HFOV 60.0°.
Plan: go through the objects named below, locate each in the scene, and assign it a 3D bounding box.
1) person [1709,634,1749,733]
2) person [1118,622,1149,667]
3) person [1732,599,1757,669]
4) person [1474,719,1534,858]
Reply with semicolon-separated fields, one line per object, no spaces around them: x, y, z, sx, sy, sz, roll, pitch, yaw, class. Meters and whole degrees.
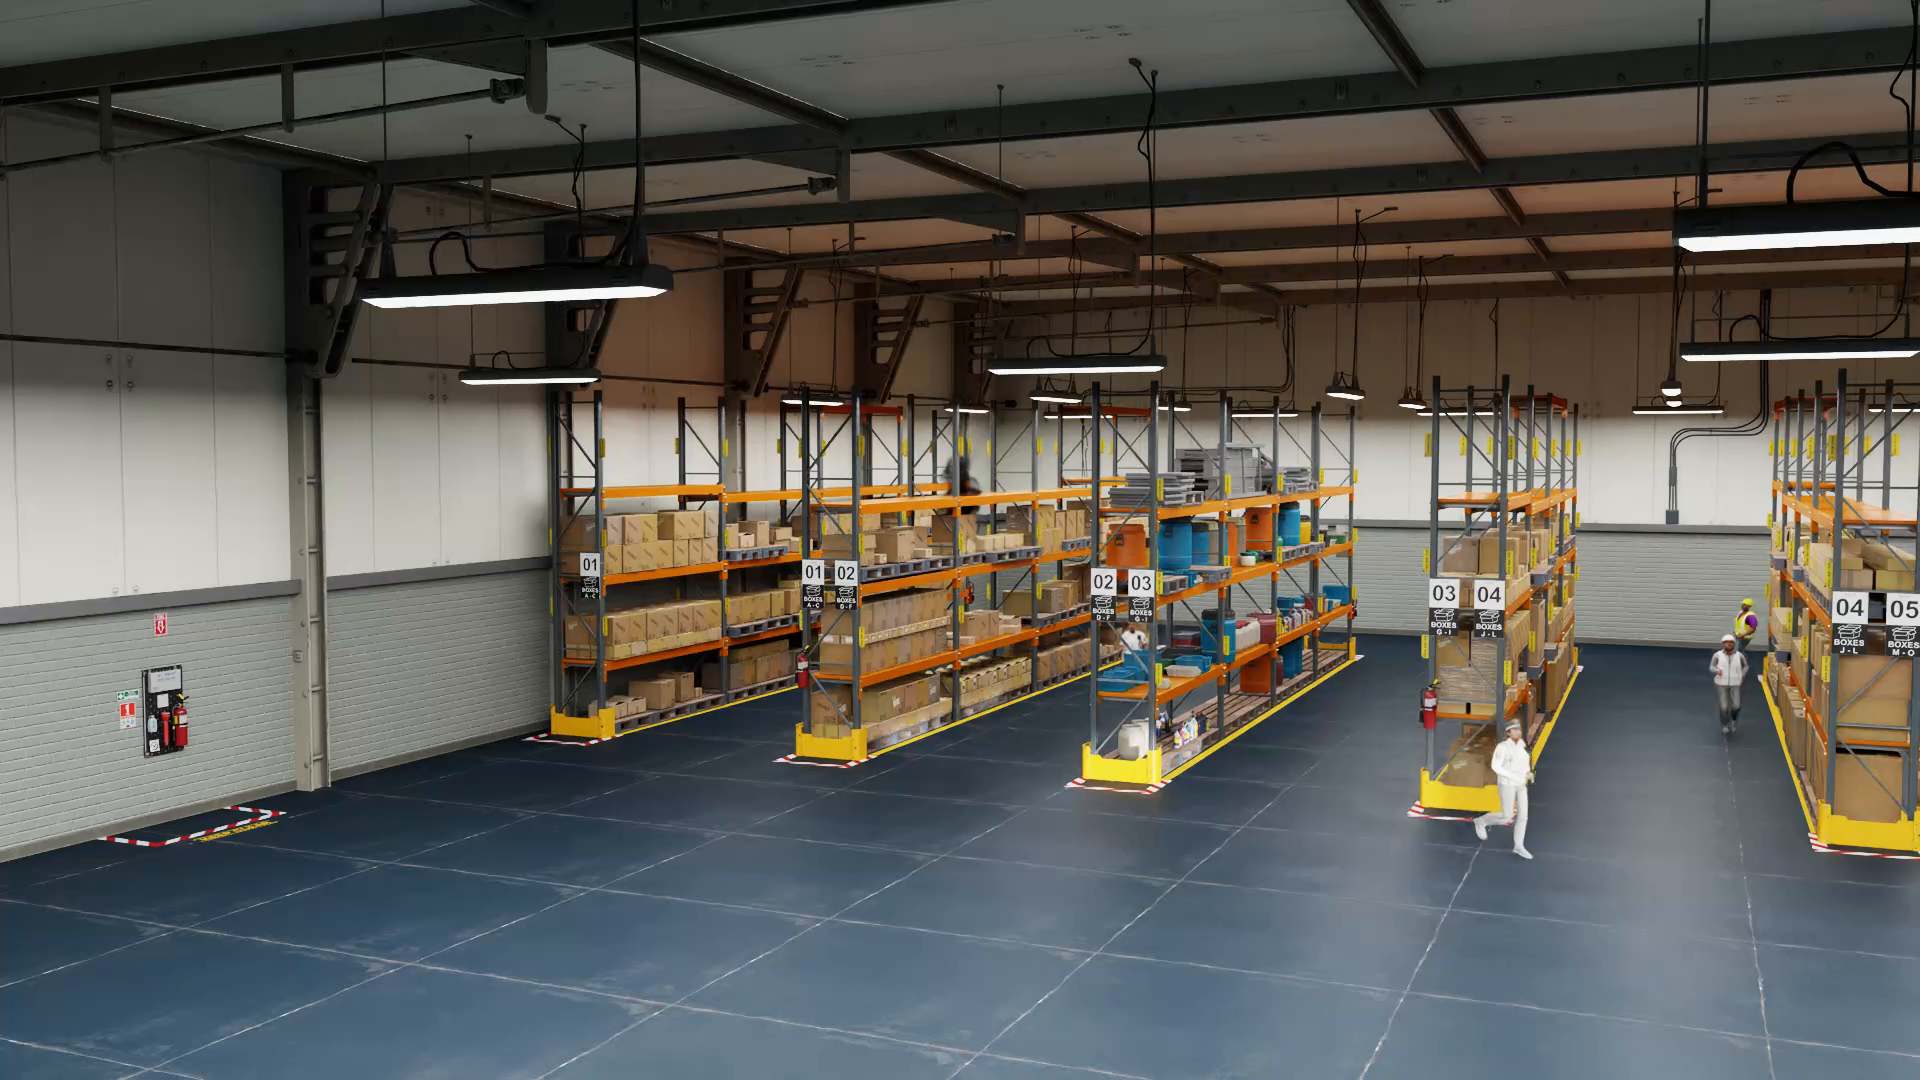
13.424;2.520;29.017;0.647;1.731;0.598;1;3;20;person
3.397;2.377;32.687;0.589;1.647;0.590;1;3;13;person
17.257;2.128;36.727;0.530;1.693;0.747;0;3;-8;person
6.806;3.038;20.621;0.625;1.699;0.801;-2;4;-29;person
